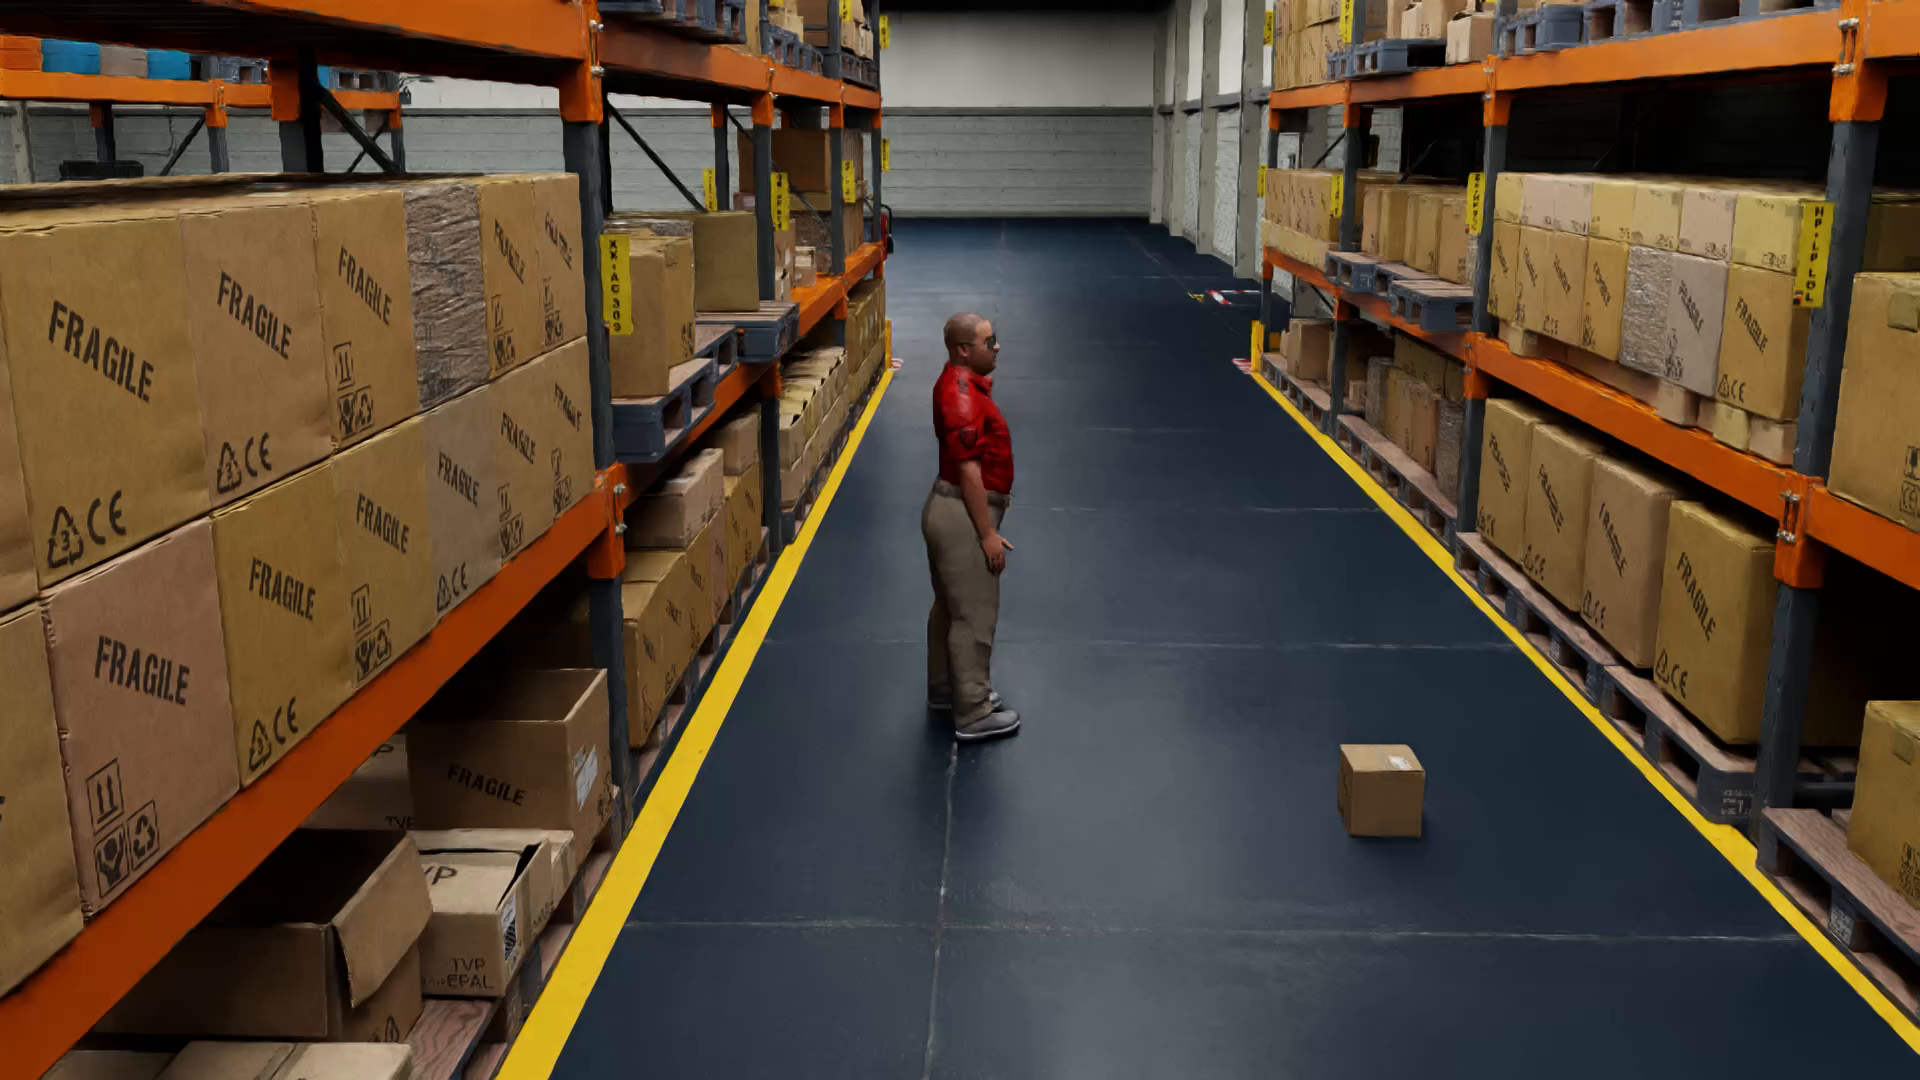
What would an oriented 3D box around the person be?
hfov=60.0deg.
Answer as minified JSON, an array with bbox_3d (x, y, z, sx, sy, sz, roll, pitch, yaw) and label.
[{"bbox_3d":[0.047,-0.066,6.754,0.402,1.726,0.559,-1,14,-5],"label":"person"}]
